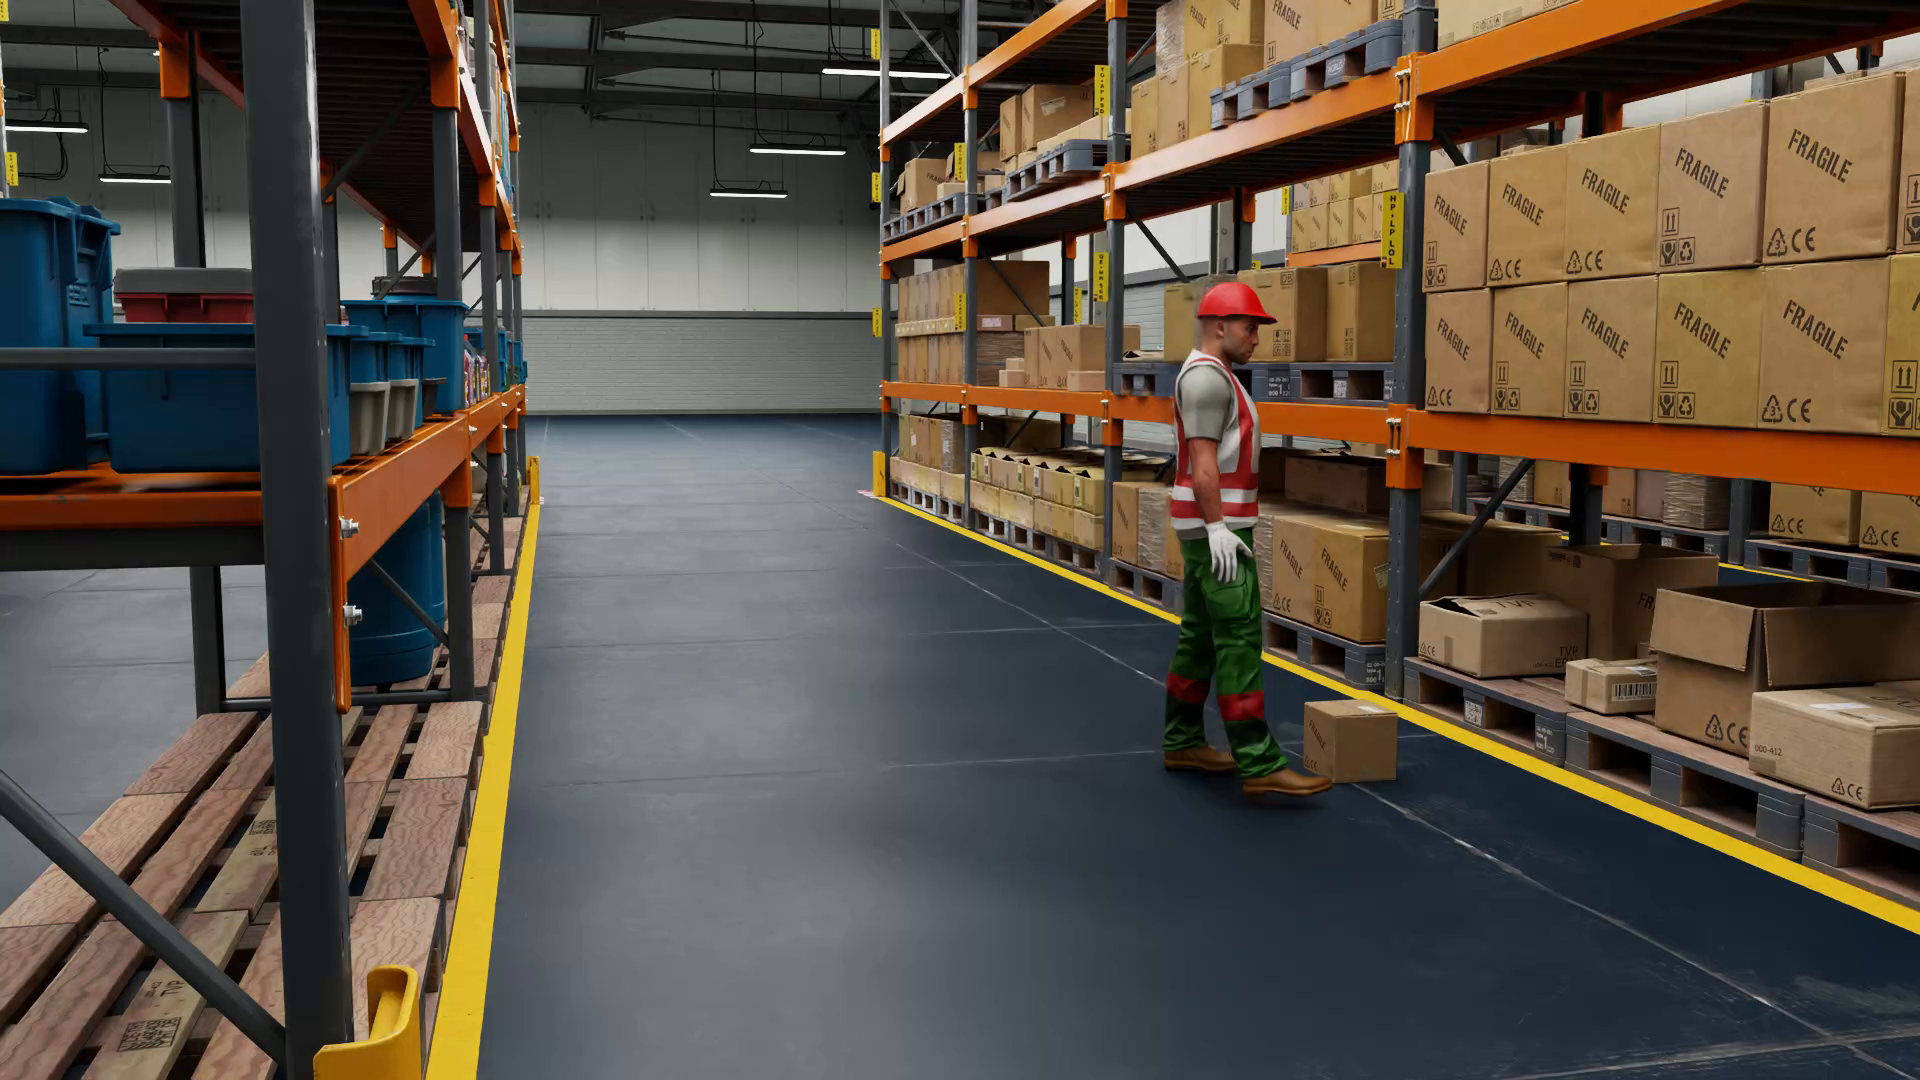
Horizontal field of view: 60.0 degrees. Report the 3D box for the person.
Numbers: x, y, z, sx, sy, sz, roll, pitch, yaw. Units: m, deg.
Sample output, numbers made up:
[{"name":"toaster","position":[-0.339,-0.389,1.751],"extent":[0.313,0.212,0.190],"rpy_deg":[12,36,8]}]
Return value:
[{"name":"person","position":[1.014,-0.015,5.870],"extent":[0.608,1.777,0.606],"rpy_deg":[1,6,11]}]
